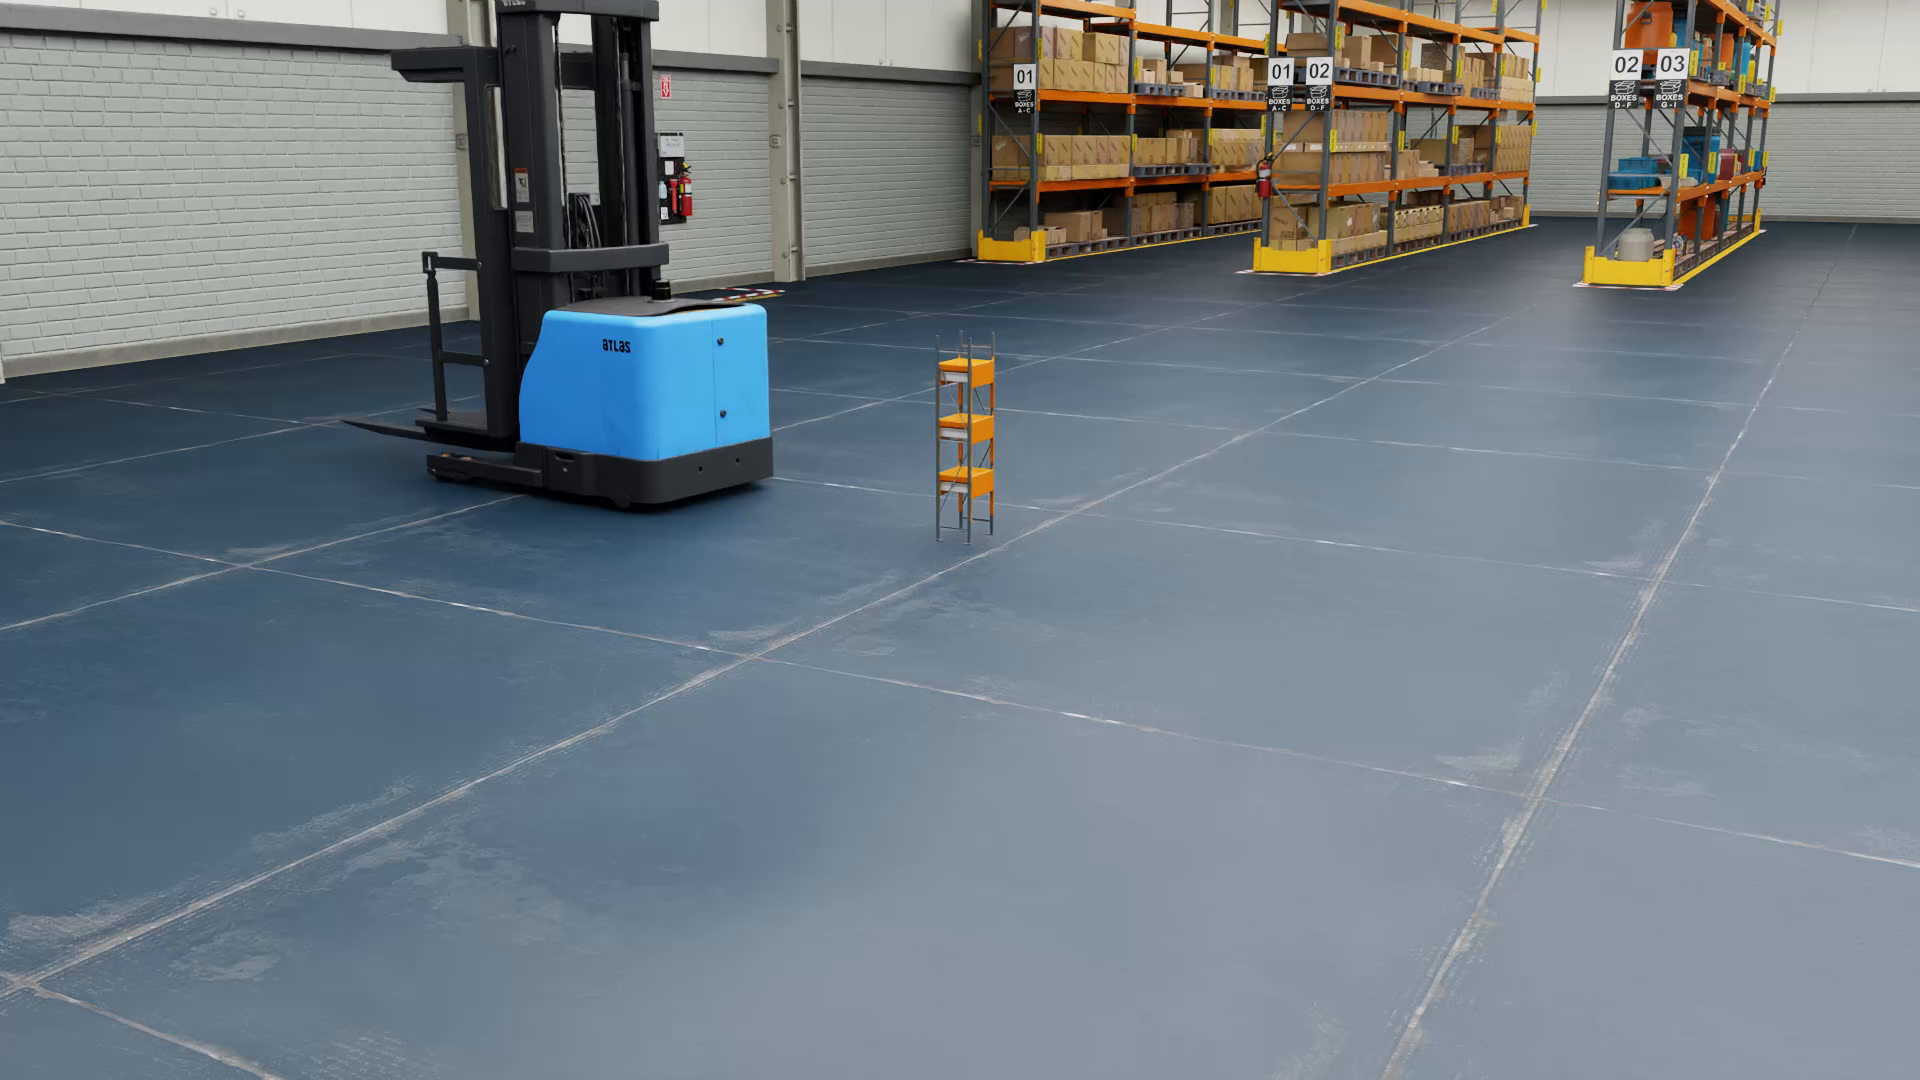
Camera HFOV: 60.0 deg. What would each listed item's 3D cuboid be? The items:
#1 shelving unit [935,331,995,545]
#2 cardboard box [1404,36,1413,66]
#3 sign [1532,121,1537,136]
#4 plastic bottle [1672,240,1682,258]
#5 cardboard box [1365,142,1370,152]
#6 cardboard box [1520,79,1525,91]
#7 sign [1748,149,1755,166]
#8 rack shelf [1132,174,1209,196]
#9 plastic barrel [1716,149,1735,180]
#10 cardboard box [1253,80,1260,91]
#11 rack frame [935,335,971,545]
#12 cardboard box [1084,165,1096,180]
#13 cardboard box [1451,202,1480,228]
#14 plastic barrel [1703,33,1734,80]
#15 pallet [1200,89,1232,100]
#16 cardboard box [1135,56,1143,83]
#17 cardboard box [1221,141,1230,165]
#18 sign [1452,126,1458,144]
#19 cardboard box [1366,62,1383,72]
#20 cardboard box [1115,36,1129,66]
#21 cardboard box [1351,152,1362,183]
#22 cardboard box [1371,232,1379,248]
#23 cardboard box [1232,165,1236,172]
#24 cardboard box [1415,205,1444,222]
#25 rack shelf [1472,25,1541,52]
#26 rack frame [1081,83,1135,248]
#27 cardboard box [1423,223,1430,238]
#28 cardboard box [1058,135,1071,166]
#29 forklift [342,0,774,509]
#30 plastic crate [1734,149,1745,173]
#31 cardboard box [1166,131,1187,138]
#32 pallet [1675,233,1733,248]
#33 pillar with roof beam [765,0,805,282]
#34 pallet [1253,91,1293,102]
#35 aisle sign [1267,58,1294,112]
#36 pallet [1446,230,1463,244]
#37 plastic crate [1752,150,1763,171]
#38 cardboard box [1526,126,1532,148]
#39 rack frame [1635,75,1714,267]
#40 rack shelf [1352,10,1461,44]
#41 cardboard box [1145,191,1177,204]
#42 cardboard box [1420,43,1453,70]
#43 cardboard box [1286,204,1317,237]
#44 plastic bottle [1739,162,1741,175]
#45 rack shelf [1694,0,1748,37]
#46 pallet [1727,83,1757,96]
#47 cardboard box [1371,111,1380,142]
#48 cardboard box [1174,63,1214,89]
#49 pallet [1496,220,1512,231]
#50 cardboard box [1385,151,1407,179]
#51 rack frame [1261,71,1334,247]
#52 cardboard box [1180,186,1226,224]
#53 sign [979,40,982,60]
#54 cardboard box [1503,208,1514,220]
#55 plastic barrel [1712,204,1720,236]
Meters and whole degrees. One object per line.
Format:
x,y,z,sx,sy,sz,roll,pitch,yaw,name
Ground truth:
0.026,-0.521,8.456,0.215,1.050,0.252,7,15,28,shelving unit
7.695,-8.669,29.516,0.500,0.500,0.500,9,16,33,cardboard box
13.385,-9.585,38.747,0.100,0.325,0.005,7,15,28,sign
11.052,-4.498,25.664,0.152,0.276,0.135,8,16,29,plastic bottle
6.548,-6.497,27.486,0.380,0.149,0.250,8,16,30,cardboard box
12.397,-10.225,37.399,0.500,0.250,0.500,7,15,28,cardboard box
15.790,-7.625,33.170,0.100,0.325,0.005,7,15,28,sign
3.736,-7.095,33.097,1.077,0.370,4.000,7,15,28,rack shelf
13.416,-6.669,29.505,0.600,0.536,0.708,7,15,28,plastic barrel
6.762,-10.480,38.416,0.500,0.250,0.500,8,15,29,cardboard box
-0.033,-0.496,8.352,0.200,1.050,0.008,7,15,28,rack frame
2.086,-6.530,29.496,0.500,0.250,0.500,8,15,29,cardboard box
10.498,-6.777,34.637,0.500,0.500,0.500,8,16,29,cardboard box
13.652,-8.720,30.089,0.600,0.830,0.708,7,15,28,plastic barrel
4.968,-9.359,34.958,1.213,0.211,1.003,8,16,31,pallet
3.104,-8.848,31.326,0.500,0.500,0.500,10,17,36,cardboard box
5.423,-8.235,35.400,0.500,0.500,0.500,8,16,30,cardboard box
9.529,-7.795,31.996,0.100,0.325,0.005,7,15,28,sign
6.764,-7.803,27.443,0.380,0.149,0.250,7,15,28,cardboard box
2.764,-8.903,30.274,0.500,0.500,0.500,6,15,23,cardboard box
6.157,-6.114,27.280,0.700,0.500,0.500,8,16,30,cardboard box
6.824,-5.120,28.340,0.500,0.250,0.500,7,15,28,cardboard box
5.797,-8.100,36.223,0.380,0.149,0.250,7,15,28,cardboard box
9.003,-6.299,32.035,0.500,0.311,0.500,8,16,30,cardboard box
11.942,-11.090,36.877,1.077,0.370,4.000,7,15,28,rack shelf
2.769,-7.034,31.310,1.000,3.000,0.127,7,15,28,rack frame
8.508,-5.817,31.233,0.500,0.250,0.500,8,16,29,cardboard box
1.577,-6.679,28.515,0.500,0.500,0.500,7,15,28,cardboard box
-2.596,-1.845,9.934,3.031,2.935,1.130,9,16,34,forklift
15.960,-7.768,34.090,0.402,0.464,0.583,7,15,28,plastic crate
4.420,-8.291,33.987,0.380,0.149,0.250,5,14,19,cardboard box
14.311,-5.792,32.110,1.003,0.211,1.213,7,15,28,pallet
1.285,-7.653,21.076,9.100,9.000,0.400,7,15,28,pillar with roof beam
7.041,-10.257,38.469,1.003,0.211,1.213,7,15,28,pallet
4.885,-6.937,25.359,0.394,0.787,0.004,7,15,28,aisle sign
9.435,-6.088,33.334,1.003,0.211,1.213,7,15,28,pallet
17.244,-8.330,36.483,0.616,0.435,0.499,7,15,28,plastic crate
12.934,-9.348,38.561,0.500,0.500,0.500,7,15,28,cardboard box
11.442,-5.912,26.654,1.000,3.000,0.127,7,15,28,rack frame
8.074,-9.256,30.116,1.077,0.370,4.000,7,15,28,rack shelf
4.070,-6.955,33.775,0.500,0.250,0.500,8,16,29,cardboard box
9.258,-9.376,32.277,0.500,0.500,0.500,7,15,28,cardboard box
5.643,-5.236,27.221,0.500,0.500,0.500,7,15,28,cardboard box
15.402,-7.375,32.990,0.152,0.276,0.135,7,15,28,plastic bottle
12.409,-8.694,27.785,1.077,0.370,4.000,7,15,28,rack shelf
14.470,-8.514,31.454,1.003,0.211,1.213,7,15,28,pallet
6.655,-6.957,28.011,0.700,0.500,0.500,7,15,28,cardboard box
4.883,-9.680,34.731,0.700,0.500,0.500,6,15,24,cardboard box
11.896,-7.151,37.747,1.003,0.211,1.213,7,15,28,pallet
7.748,-6.786,30.068,0.500,0.500,0.500,9,16,32,cardboard box
5.174,-5.653,25.581,1.000,3.000,0.127,7,15,28,rack frame
5.173,-7.150,35.481,0.750,0.750,0.750,7,15,27,cardboard box
0.359,-8.169,27.729,0.100,0.325,0.005,7,15,28,sign
12.376,-7.482,38.095,0.500,0.250,0.500,7,15,28,cardboard box
14.143,-6.098,31.677,0.600,0.588,0.708,7,15,28,plastic barrel
